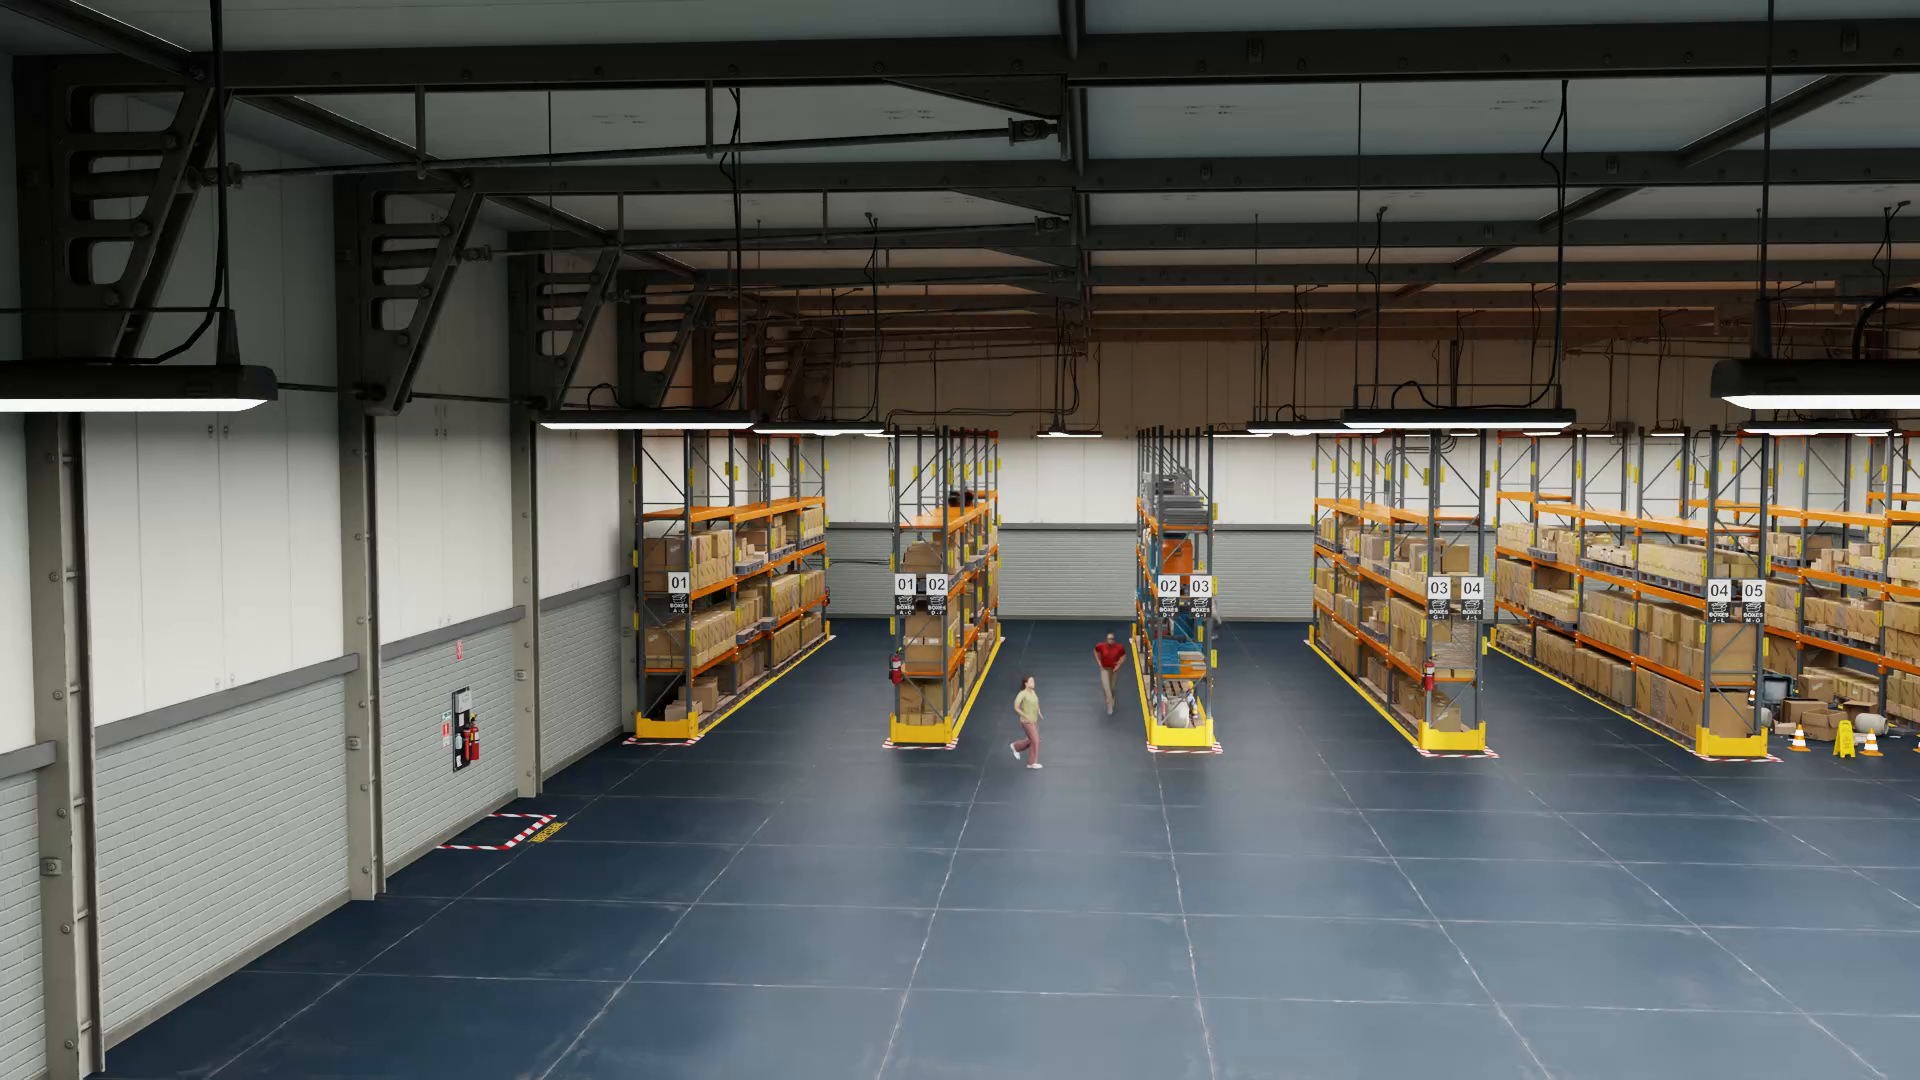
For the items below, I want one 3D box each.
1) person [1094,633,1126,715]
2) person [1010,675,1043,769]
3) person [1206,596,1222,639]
[{"bbox_3d":[3.170,2.792,35.126,0.673,1.720,1.016,0,3,7],"label":"person"},{"bbox_3d":[1.146,3.158,29.030,0.683,1.626,0.620,2,4,33],"label":"person"},{"bbox_3d":[7.153,2.060,47.475,0.708,1.587,0.552,-2,4,-32],"label":"person"}]
